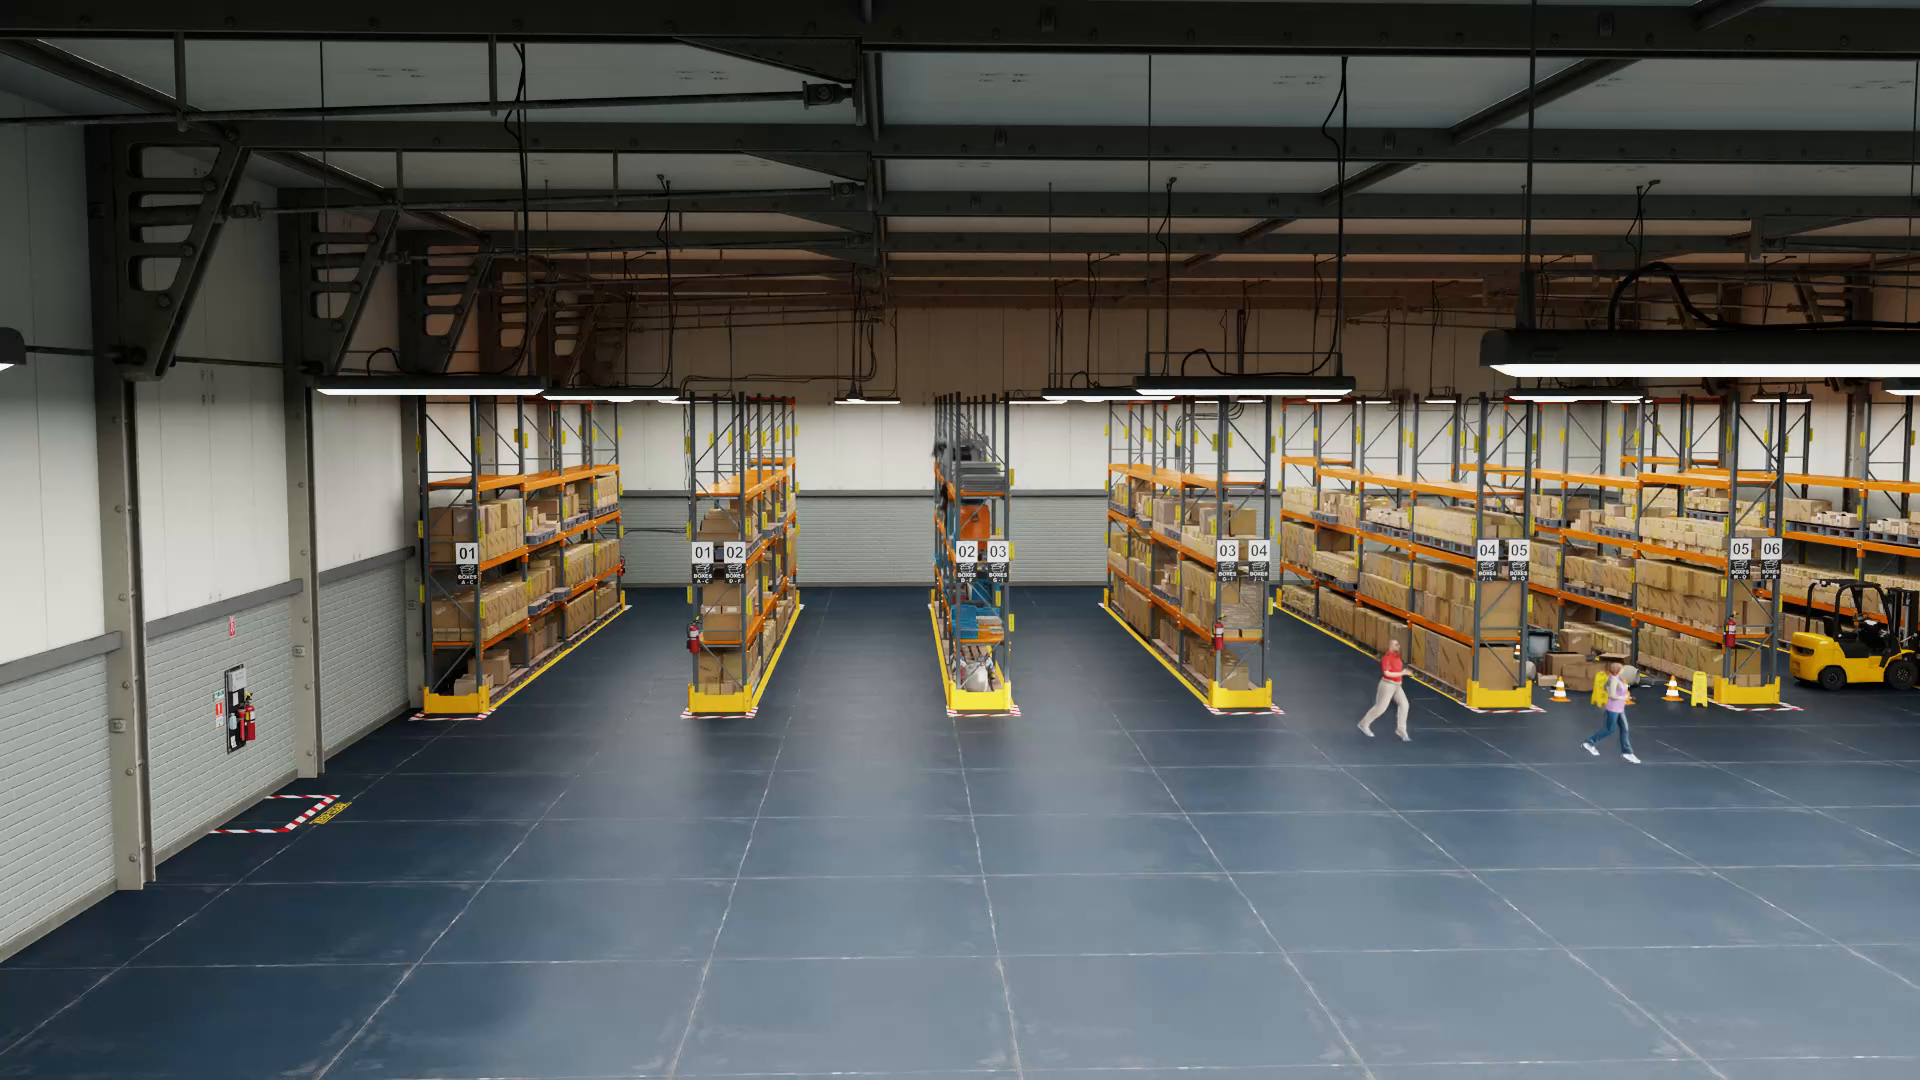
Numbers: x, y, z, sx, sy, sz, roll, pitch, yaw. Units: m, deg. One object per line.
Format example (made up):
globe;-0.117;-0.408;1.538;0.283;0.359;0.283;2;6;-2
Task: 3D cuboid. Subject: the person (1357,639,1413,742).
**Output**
person;7.360;2.578;28.630;0.929;1.785;0.670;4;6;39

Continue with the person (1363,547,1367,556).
person;12.026;0.976;49.200;0.813;1.588;0.591;-1;5;-10

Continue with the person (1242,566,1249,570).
person;7.912;1.228;45.642;0.591;1.661;0.587;0;5;2

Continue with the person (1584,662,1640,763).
person;10.529;2.766;26.813;0.863;1.615;0.534;3;5;32
